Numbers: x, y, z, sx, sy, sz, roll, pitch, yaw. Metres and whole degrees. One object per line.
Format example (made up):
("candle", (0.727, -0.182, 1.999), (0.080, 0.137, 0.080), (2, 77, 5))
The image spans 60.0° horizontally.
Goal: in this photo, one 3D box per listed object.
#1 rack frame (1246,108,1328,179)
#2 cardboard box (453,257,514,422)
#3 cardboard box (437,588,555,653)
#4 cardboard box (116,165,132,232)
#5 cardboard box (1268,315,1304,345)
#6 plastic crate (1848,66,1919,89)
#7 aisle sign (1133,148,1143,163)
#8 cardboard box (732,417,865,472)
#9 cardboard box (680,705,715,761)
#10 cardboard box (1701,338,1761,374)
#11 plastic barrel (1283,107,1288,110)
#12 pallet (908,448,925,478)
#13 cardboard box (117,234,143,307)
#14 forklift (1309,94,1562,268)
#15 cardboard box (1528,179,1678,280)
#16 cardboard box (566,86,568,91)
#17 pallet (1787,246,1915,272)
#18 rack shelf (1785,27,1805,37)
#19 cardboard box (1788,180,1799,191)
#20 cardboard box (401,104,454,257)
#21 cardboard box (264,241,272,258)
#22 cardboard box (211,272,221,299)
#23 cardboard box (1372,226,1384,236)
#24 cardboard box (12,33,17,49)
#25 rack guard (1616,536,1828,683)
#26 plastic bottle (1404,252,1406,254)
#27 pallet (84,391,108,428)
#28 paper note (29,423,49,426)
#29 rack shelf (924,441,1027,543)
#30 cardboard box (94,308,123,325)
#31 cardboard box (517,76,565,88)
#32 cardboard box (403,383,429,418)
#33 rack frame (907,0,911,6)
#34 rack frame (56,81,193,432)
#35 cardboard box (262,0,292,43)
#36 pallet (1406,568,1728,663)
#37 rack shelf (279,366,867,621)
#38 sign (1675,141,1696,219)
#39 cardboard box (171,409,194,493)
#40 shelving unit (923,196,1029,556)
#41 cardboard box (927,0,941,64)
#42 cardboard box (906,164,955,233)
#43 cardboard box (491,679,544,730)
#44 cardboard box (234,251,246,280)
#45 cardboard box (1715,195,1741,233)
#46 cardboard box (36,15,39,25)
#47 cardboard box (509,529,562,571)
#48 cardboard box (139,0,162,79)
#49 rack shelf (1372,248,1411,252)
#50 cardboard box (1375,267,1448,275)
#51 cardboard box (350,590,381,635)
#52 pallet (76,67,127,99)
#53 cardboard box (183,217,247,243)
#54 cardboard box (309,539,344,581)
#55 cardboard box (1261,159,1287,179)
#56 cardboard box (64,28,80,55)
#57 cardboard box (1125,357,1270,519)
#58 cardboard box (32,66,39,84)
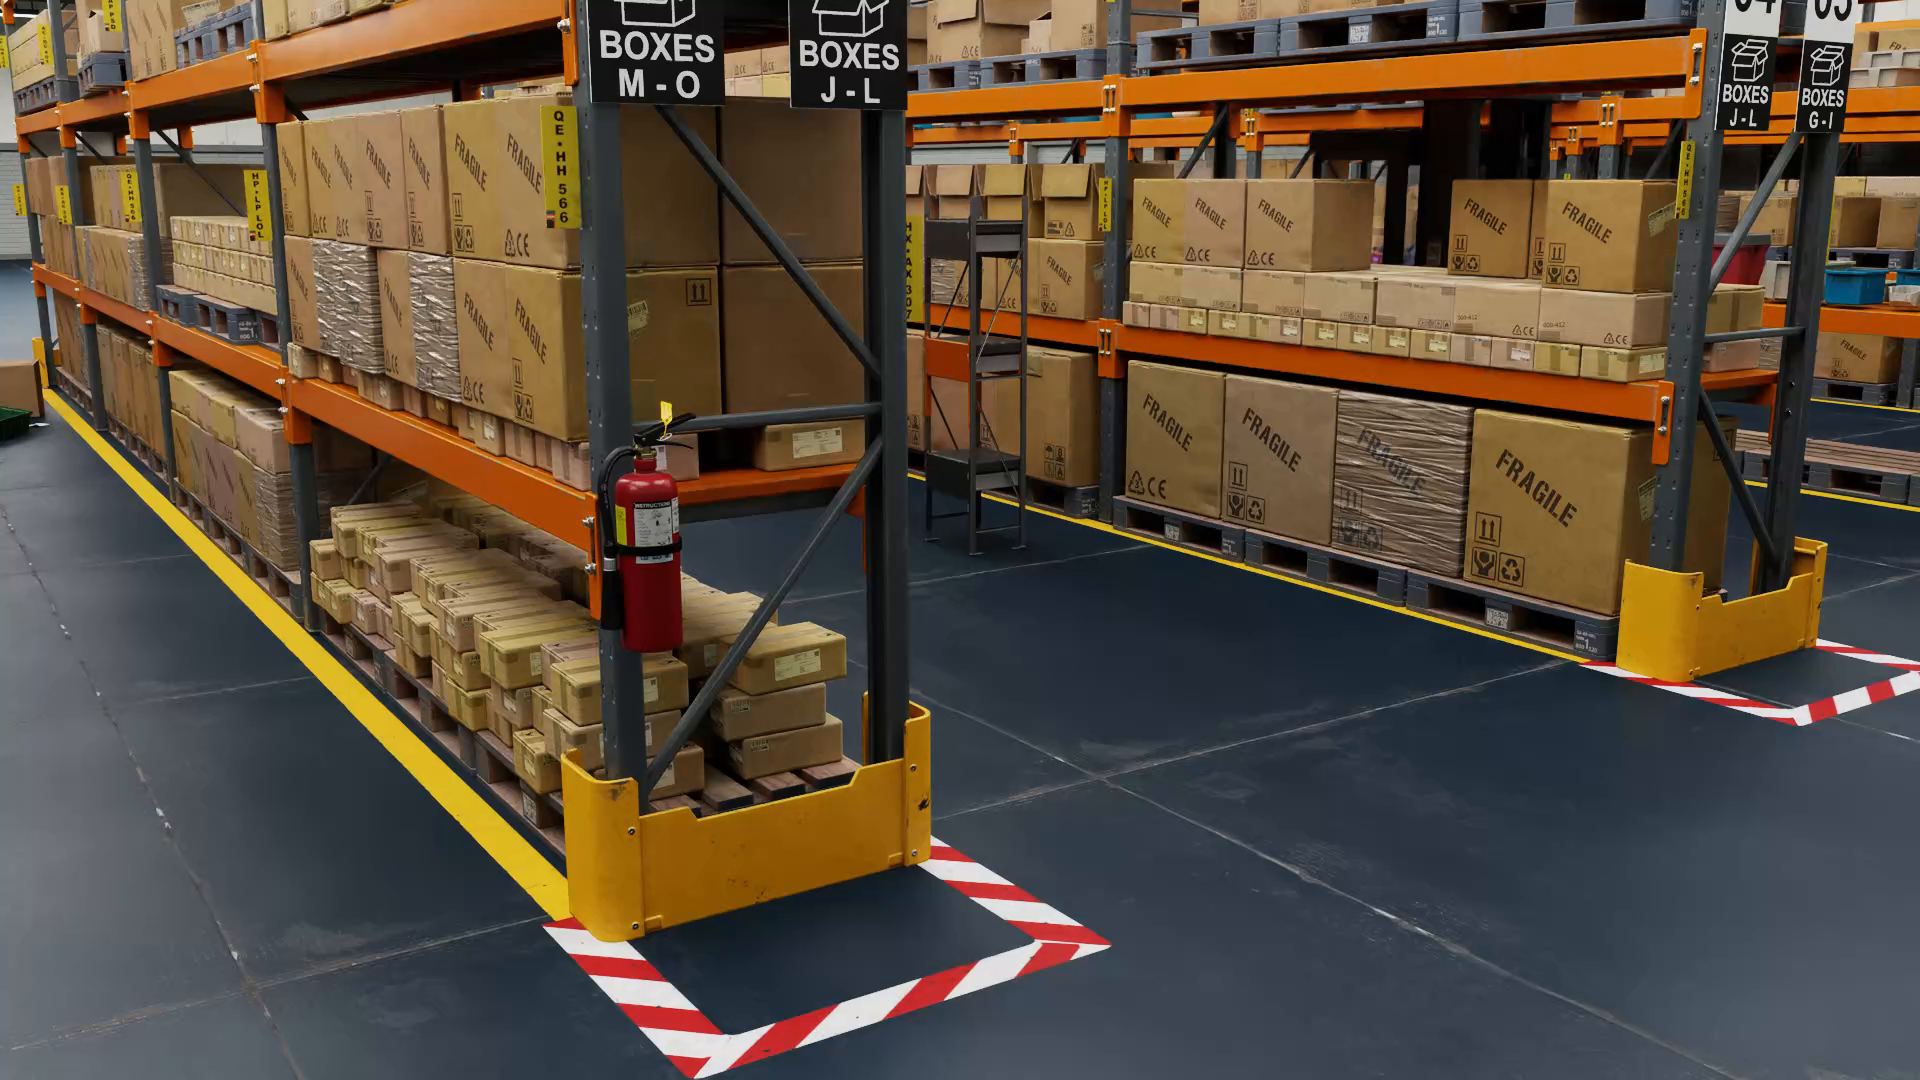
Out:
("rack frame", (3.264, -2.933, 16.754), (1.000, 3.000, 0.127), (-8, 15, -33))
("cardboard box", (-1.356, -0.691, 5.570), (0.500, 0.500, 0.500), (-8, 15, -34))
("cardboard box", (-1.742, 0.300, 6.265), (0.380, 0.149, 0.250), (-7, 14, -31))
("cardboard box", (-6.135, -2.668, 12.966), (0.700, 0.500, 0.500), (-8, 15, -33))
("cardboard box", (1.963, -1.191, 9.373), (0.380, 0.149, 0.250), (-8, 15, -32))
("plastic crate", (6.345, -3.185, 11.502), (0.437, 0.136, 0.530), (-8, 15, -33))
("aisle sign", (2.666, -6.187, 25.548), (0.394, 0.787, 0.004), (-8, 15, -33))
("cardboard box", (-0.518, -0.329, 5.433), (0.380, 0.149, 0.250), (-8, 15, -33))
("cardboard box", (-0.849, 0.664, 5.992), (0.380, 0.149, 0.250), (-8, 15, -33))
("cardboard box", (3.652, -0.904, 8.061), (0.380, 0.149, 0.250), (-8, 15, -32))
("plastic barrel", (3.347, -4.545, 16.840), (0.421, 0.512, 0.421), (0, 12, 0))
("pallet", (0.187, -0.619, 12.698), (1.003, 0.211, 1.213), (-8, 15, -33))
("cardboard box", (-5.792, -1.964, 12.088), (0.500, 0.500, 0.500), (-8, 15, -33))
("forklift", (2.955, -1.631, 10.961), (1.130, 2.935, 3.031), (-9, 15, -37))
("cardboard box", (3.255, -1.569, 8.415), (0.500, 0.500, 0.500), (-9, 15, -34))
("cardboard box", (-4.035, -4.862, 17.972), (0.380, 0.149, 0.250), (-7, 14, -31))
("pallet", (9.254, -2.869, 16.909), (1.003, 0.211, 1.213), (-8, 15, -33))
("rack shelf", (10.404, -6.846, 23.222), (1.077, 0.370, 4.000), (-8, 15, -33))
("cardboard box", (11.296, -4.744, 22.254), (0.380, 0.149, 0.250), (-11, 16, -40))
("cardboard box", (-1.648, -1.271, 5.883), (0.500, 0.500, 0.500), (-7, 14, -30))
("cardboard box", (-3.362, -1.536, 8.575), (0.380, 0.149, 0.250), (-9, 15, -34))
("cardboard box", (-4.228, -1.521, 9.903), (0.380, 0.149, 0.250), (-8, 15, -32))
("cardboard box", (5.483, -4.075, 22.325), (0.500, 0.250, 0.500), (-7, 14, -29))
("cardboard box", (-9.276, -5.000, 16.687), (0.380, 0.149, 0.250), (-8, 15, -34))
("rack guard", (3.587, 0.301, 7.815), (1.175, 0.500, 0.348), (-8, 15, -33))
("plastic bottle", (4.003, -2.511, 15.113), (0.152, 0.276, 0.135), (-8, 15, -33))
("pallet", (-7.616, -1.272, 15.683), (1.003, 0.211, 1.213), (-8, 15, -33))
("paper note", (-8.386, -1.052, 15.098), (0.142, 0.020, 0.147), (4, 13, 16))
("rack shelf", (0.092, -0.299, 10.155), (0.431, 0.518, 0.480), (-8, 15, -33))
("cardboard box", (-7.550, -1.777, 15.456), (0.875, 0.875, 0.875), (-8, 15, -32))
("cardboard box", (-4.694, -5.378, 18.810), (0.500, 0.500, 0.500), (-8, 15, -33))
("cardboard box", (-1.986, -0.584, 6.600), (0.380, 0.149, 0.250), (-7, 14, -31))
("rack frame", (-0.859, -5.278, 13.432), (1.000, 3.000, 0.127), (-8, 15, -33))
("rack frame", (-7.260, -2.489, 14.724), (1.000, 3.000, 0.127), (-8, 15, -33))
("cardboard box", (-2.791, -2.345, 7.394), (0.500, 0.250, 0.500), (-7, 14, -30))
("pallet", (3.065, 0.305, 8.473), (1.003, 0.211, 1.213), (-8, 15, -33))
("rack shelf", (-1.720, -0.359, 6.668), (1.077, 0.370, 4.000), (-8, 15, -33))
("sign", (3.114, -1.544, 7.136), (0.100, 0.325, 0.005), (-8, 15, -33))
("cardboard box", (-4.864, -0.606, 10.980), (0.500, 0.500, 0.500), (-9, 15, -35))
("shelving unit", (0.092, -0.996, 10.003), (0.431, 2.100, 0.503), (-8, 15, -33))
("cardboard box", (0.091, -3.823, 12.586), (0.500, 0.500, 0.500), (-7, 14, -30))
("cardboard box", (-0.108, -2.638, 12.821), (0.797, 0.503, 0.637), (-8, 15, -31))
("cardboard box", (-1.431, 0.535, 5.889), (0.380, 0.149, 0.250), (-9, 15, -35))
("cardboard box", (-3.793, -1.527, 9.234), (0.380, 0.149, 0.250), (-9, 15, -36))
("cardboard box", (8.181, -3.489, 18.078), (0.700, 0.500, 0.500), (-5, 13, -22))
("cardboard box", (-8.007, -4.593, 14.825), (0.380, 0.149, 0.250), (-8, 15, -33))
("cardboard box", (-1.790, 0.040, 7.457), (0.380, 0.149, 0.250), (-9, 15, -35))
("cardboard box", (-4.666, -3.071, 10.129), (0.500, 0.500, 0.500), (-8, 15, -33))
("rack shelf", (6.282, -3.523, 21.136), (1.077, 0.370, 4.000), (-8, 15, -33))
("cardboard box", (2.670, -1.387, 9.339), (0.500, 0.250, 0.500), (-8, 15, -34))
("cardboard box", (-2.565, 0.309, 7.617), (0.380, 0.149, 0.250), (-8, 15, -33))
("pallet", (-6.067, -3.458, 12.573), (1.003, 0.211, 1.213), (-7, 14, -30))
("cardboard box", (-4.666, -1.954, 10.490), (0.380, 0.149, 0.250), (-8, 15, -33))
("cardboard box", (-2.893, 0.078, 7.978), (0.380, 0.149, 0.250), (-7, 14, -30))
("cardboard box", (4.642, -5.081, 23.304), (0.700, 0.500, 0.500), (-8, 15, -33))
("cardboard box", (-7.747, -4.338, 14.594), (0.500, 0.250, 0.500), (-8, 15, -33))
("cardboard box", (1.656, -0.676, 10.422), (0.875, 0.875, 0.875), (-8, 15, -33))
("cardboard box", (-8.435, -4.339, 15.533), (0.380, 0.149, 0.250), (-8, 15, -33))
